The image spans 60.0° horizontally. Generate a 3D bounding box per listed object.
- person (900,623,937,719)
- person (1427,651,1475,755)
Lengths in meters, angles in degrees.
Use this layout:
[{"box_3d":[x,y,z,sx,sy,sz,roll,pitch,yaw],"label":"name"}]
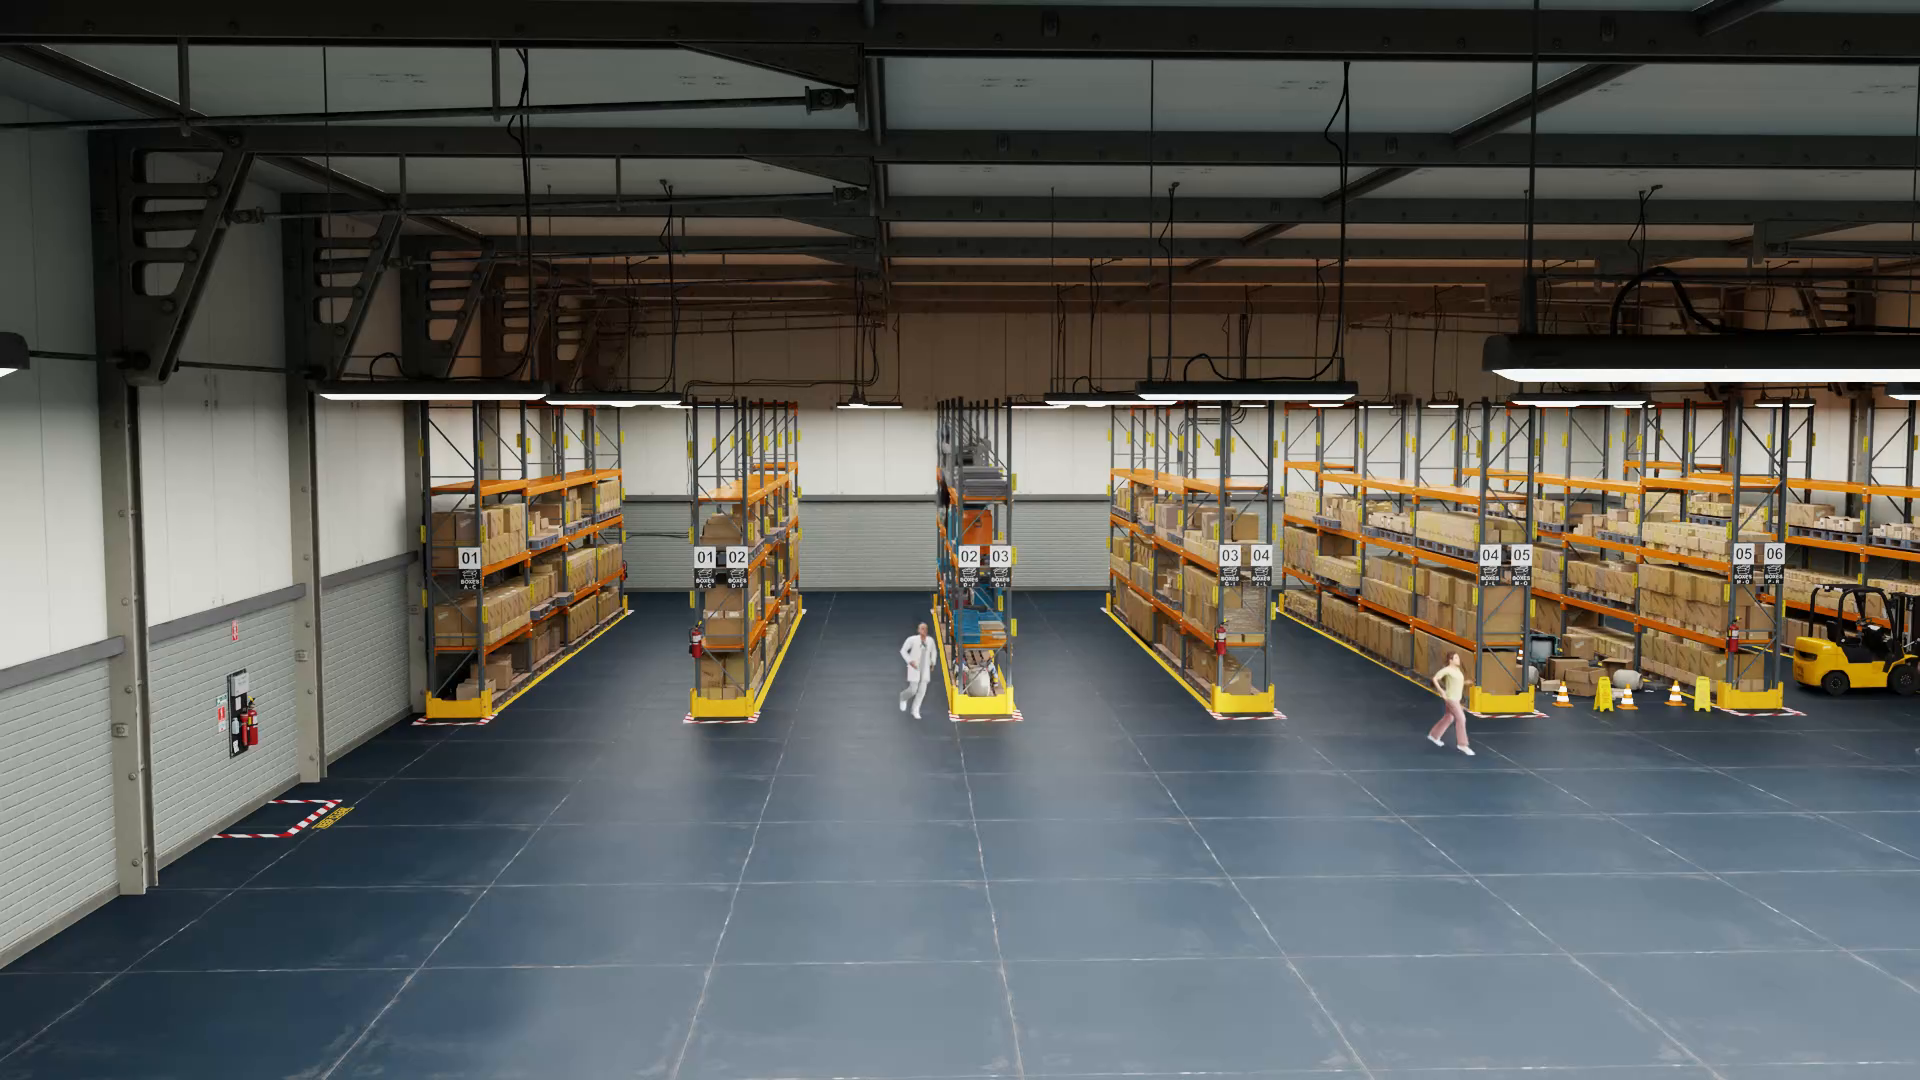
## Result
[{"box_3d":[-0.762,2.441,31.384,0.742,1.749,0.775,-2,5,-25],"label":"person"},{"box_3d":[8.277,2.713,27.976,0.873,1.702,0.560,3,6,37],"label":"person"}]
